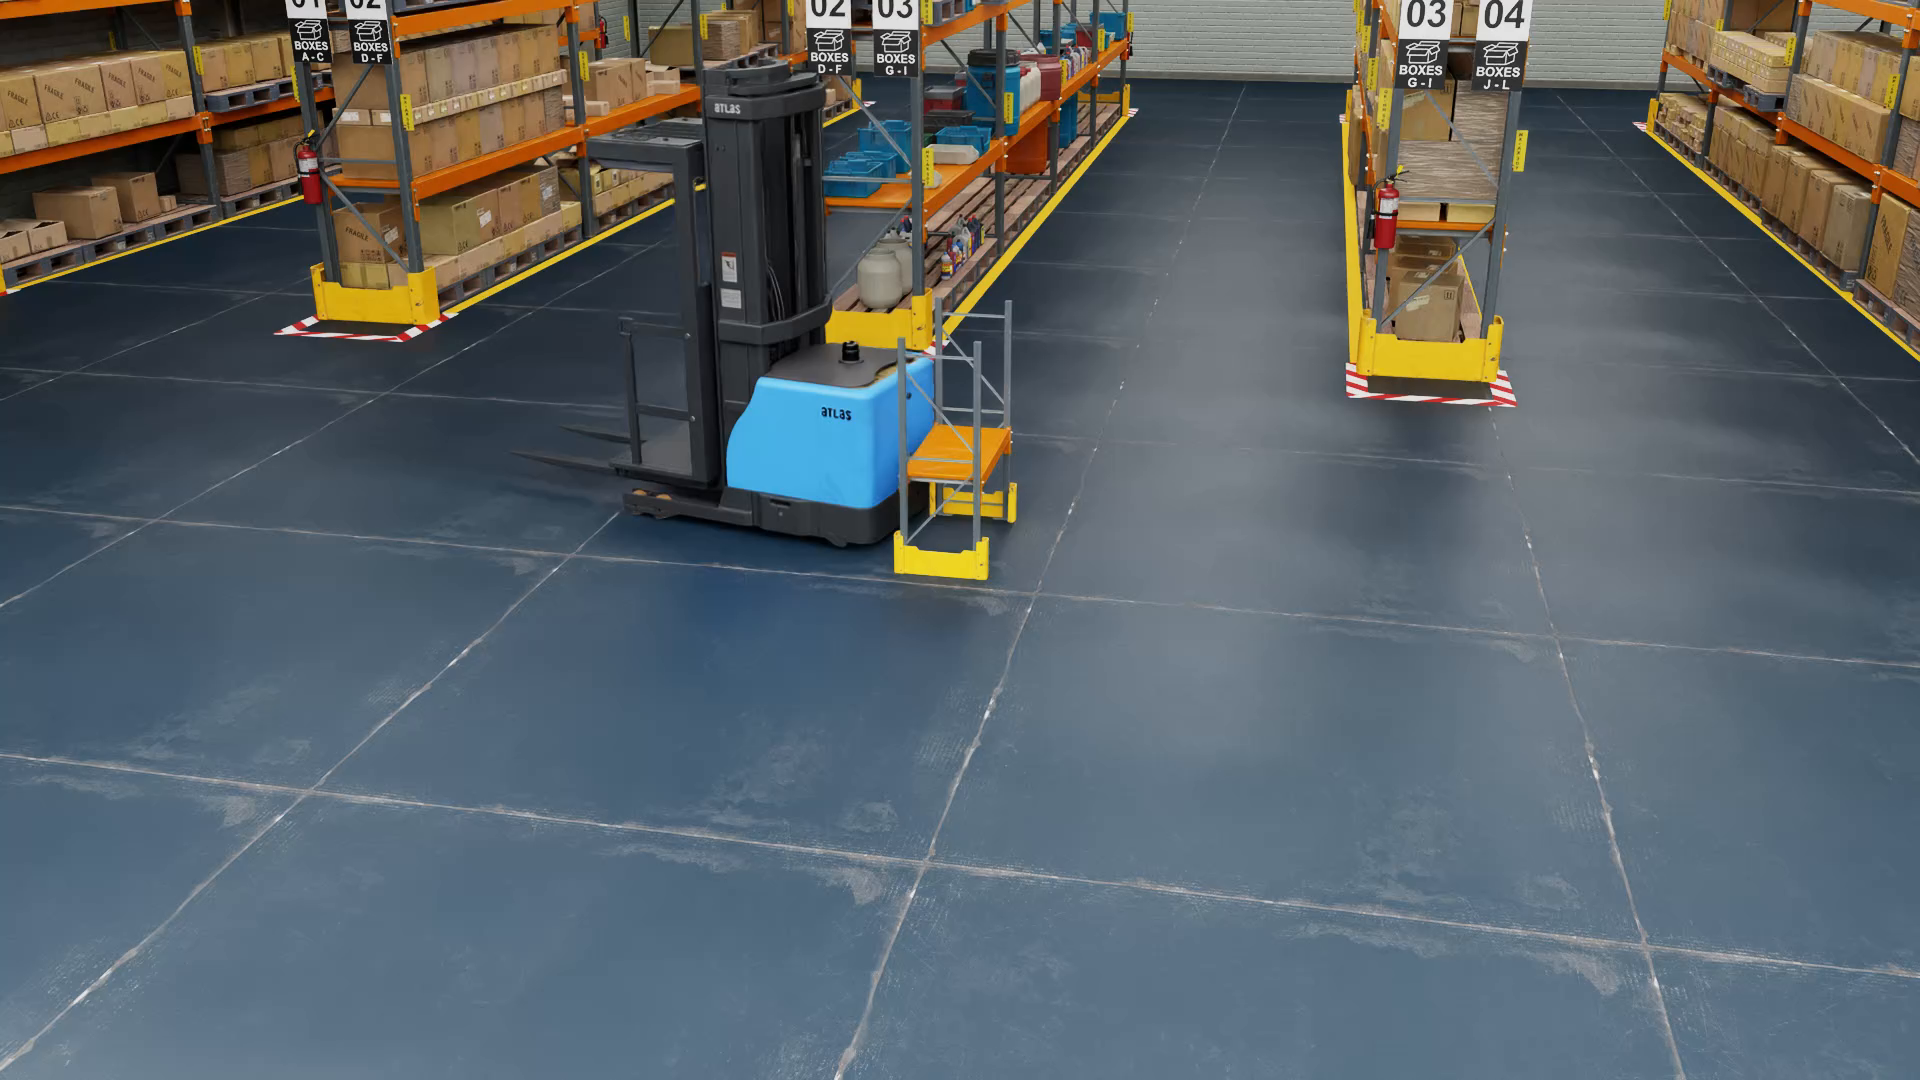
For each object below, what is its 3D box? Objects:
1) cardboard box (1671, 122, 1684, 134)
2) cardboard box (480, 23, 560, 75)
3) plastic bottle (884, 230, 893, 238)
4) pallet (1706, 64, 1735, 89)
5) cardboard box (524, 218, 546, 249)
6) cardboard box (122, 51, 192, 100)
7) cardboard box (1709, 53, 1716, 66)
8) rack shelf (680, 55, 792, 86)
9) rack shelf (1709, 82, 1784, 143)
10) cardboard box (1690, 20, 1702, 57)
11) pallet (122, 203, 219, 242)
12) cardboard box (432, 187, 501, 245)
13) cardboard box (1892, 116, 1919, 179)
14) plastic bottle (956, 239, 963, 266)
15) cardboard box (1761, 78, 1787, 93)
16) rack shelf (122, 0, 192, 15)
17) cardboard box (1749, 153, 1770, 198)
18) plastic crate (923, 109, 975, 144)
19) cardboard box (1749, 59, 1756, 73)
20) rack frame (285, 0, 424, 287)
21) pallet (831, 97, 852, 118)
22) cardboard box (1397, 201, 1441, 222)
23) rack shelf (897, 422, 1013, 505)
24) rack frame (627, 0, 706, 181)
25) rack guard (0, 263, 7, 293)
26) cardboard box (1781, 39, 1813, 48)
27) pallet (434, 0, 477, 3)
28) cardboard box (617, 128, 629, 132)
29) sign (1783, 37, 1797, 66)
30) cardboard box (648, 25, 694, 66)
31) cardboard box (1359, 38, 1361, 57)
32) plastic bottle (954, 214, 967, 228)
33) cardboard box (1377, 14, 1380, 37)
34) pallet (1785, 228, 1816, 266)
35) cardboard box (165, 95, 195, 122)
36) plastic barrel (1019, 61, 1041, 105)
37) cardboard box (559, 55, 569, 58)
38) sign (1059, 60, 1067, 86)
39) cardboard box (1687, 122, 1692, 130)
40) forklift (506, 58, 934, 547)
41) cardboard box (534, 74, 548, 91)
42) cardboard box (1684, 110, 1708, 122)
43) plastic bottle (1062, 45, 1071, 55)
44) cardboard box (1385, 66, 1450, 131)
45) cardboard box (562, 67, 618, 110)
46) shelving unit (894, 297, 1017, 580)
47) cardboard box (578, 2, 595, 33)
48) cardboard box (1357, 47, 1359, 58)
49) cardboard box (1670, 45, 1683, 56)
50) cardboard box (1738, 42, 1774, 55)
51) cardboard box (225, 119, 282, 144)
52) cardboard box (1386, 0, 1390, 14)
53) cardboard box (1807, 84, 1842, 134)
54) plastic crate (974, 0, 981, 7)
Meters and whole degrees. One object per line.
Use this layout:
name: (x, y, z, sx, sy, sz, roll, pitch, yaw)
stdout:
cardboard box: (11.437, -6.491, 26.211, 0.380, 0.149, 0.250, 3, 22, 8)
cardboard box: (-4.937, -5.518, 18.669, 0.700, 0.500, 0.500, 5, 22, 11)
plastic bottle: (-0.738, -3.073, 17.425, 0.144, 0.351, 0.185, 5, 23, 13)
pallet: (11.014, -6.429, 23.059, 1.003, 0.211, 1.213, 4, 22, 11)
cardboard box: (-4.932, -3.400, 18.398, 0.500, 0.250, 0.500, 4, 22, 11)
cardboard box: (-9.496, -5.500, 19.665, 0.500, 0.500, 0.500, 4, 22, 11)
cardboard box: (10.781, -6.756, 23.388, 0.380, 0.149, 0.250, 3, 22, 8)
rack shelf: (-3.628, -6.893, 24.917, 1.077, 0.370, 4.000, 4, 22, 11)
rack shelf: (10.904, -5.722, 22.008, 1.077, 0.370, 4.000, 4, 22, 11)
cardboard box: (11.344, -7.541, 25.031, 0.500, 0.500, 0.500, 4, 22, 11)
pallet: (-9.805, -3.867, 20.173, 1.003, 0.211, 1.213, 4, 22, 11)
cardboard box: (-5.152, -3.383, 17.353, 0.500, 0.500, 0.500, 4, 22, 11)
cardboard box: (9.616, -3.795, 16.060, 0.875, 0.550, 0.550, 4, 22, 11)
plastic bottle: (-0.013, -3.005, 17.362, 0.097, 0.271, 0.097, 0, 22, 0)
cardboard box: (10.147, -5.618, 20.561, 0.380, 0.149, 0.250, 5, 22, 12)
rack shelf: (-9.294, -7.198, 21.659, 1.077, 0.370, 4.000, 4, 22, 11)
cardboard box: (10.374, -4.620, 21.093, 0.500, 0.500, 0.500, 4, 22, 11)
plastic crate: (-0.235, -4.443, 17.954, 0.767, 0.338, 0.504, 4, 22, 11)
cardboard box: (10.306, -6.041, 21.215, 0.380, 0.149, 0.250, 5, 22, 11)
rack frame: (-5.669, -3.570, 15.702, 1.000, 3.000, 0.127, 4, 22, 11)
pallet: (-2.581, -7.808, 29.959, 1.003, 0.211, 1.213, 4, 22, 11)
cardboard box: (3.885, -2.817, 14.169, 0.380, 0.149, 0.250, 4, 22, 11)
rack shelf: (-0.017, -0.498, 10.563, 0.538, 0.185, 1.000, 4, 22, 11)
rack frame: (-4.036, -6.496, 22.967, 1.000, 3.000, 0.127, 4, 22, 11)
rack guard: (-10.503, -2.814, 17.172, 1.175, 0.500, 0.348, 4, 22, 11)
cardboard box: (11.206, -6.601, 22.207, 0.380, 0.149, 0.250, 4, 22, 9)
pallet: (-5.252, -5.624, 16.907, 1.003, 0.211, 1.213, 4, 22, 11)
cardboard box: (-4.431, -5.506, 22.877, 0.500, 0.311, 0.500, 5, 23, 13)
sign: (9.963, -5.862, 19.950, 0.100, 0.325, 0.005, 4, 22, 11)
cardboard box: (-4.018, -6.976, 23.463, 0.700, 0.500, 0.500, -3, 22, -7)
cardboard box: (6.310, -7.452, 25.144, 0.500, 0.250, 0.500, 4, 22, 10)
plastic bottle: (0.006, -3.383, 18.194, 0.144, 0.351, 0.185, 4, 22, 11)
cardboard box: (6.204, -7.229, 23.312, 0.797, 0.503, 0.637, 5, 22, 12)
pallet: (10.010, -3.303, 18.773, 1.003, 0.211, 1.213, 4, 22, 11)
cardboard box: (-9.503, -5.152, 19.806, 0.500, 0.250, 0.500, 5, 22, 11)
plastic barrel: (0.811, -5.776, 21.030, 0.421, 0.512, 0.421, 0, 22, 0)
cardboard box: (-7.469, -8.931, 30.930, 0.380, 0.149, 0.250, 5, 22, 11)
sign: (1.352, -6.153, 21.898, 0.100, 0.325, 0.005, 4, 22, 11)
cardboard box: (11.326, -6.315, 25.374, 0.380, 0.149, 0.250, 5, 22, 12)
forklift: (-1.720, -1.666, 11.068, 3.031, 2.935, 1.130, 10, 24, 23)
cardboard box: (-4.801, -5.078, 18.445, 0.380, 0.149, 0.250, 4, 22, 9)
cardboard box: (11.281, -6.468, 25.357, 0.380, 0.149, 0.250, 3, 22, 8)
plastic bottle: (1.582, -7.139, 24.630, 0.144, 0.351, 0.185, 4, 22, 11)
cardboard box: (3.995, -3.865, 14.564, 0.500, 0.500, 0.500, 4, 22, 11)
cardboard box: (-4.572, -5.551, 20.489, 0.500, 0.500, 0.500, 6, 23, 15)
shelving unit: (-0.016, -0.668, 10.504, 0.587, 1.500, 1.083, 4, 22, 11)
cardboard box: (-7.348, -9.749, 30.645, 0.980, 0.700, 0.700, 5, 23, 13)
cardboard box: (6.481, -7.692, 26.274, 0.380, 0.149, 0.250, 4, 22, 10)
cardboard box: (11.623, -7.849, 26.664, 0.380, 0.149, 0.250, 4, 22, 9)
cardboard box: (10.467, -6.460, 21.857, 0.380, 0.149, 0.250, 5, 23, 13)
cardboard box: (-9.380, -5.424, 22.059, 0.500, 0.250, 0.500, 4, 22, 9)
cardboard box: (4.287, -5.078, 15.633, 0.500, 0.250, 0.500, 4, 22, 9)
cardboard box: (9.936, -4.856, 18.762, 0.500, 0.500, 0.500, 4, 22, 11)
plastic crate: (0.064, -5.305, 16.348, 0.243, 0.136, 0.396, 4, 22, 11)
